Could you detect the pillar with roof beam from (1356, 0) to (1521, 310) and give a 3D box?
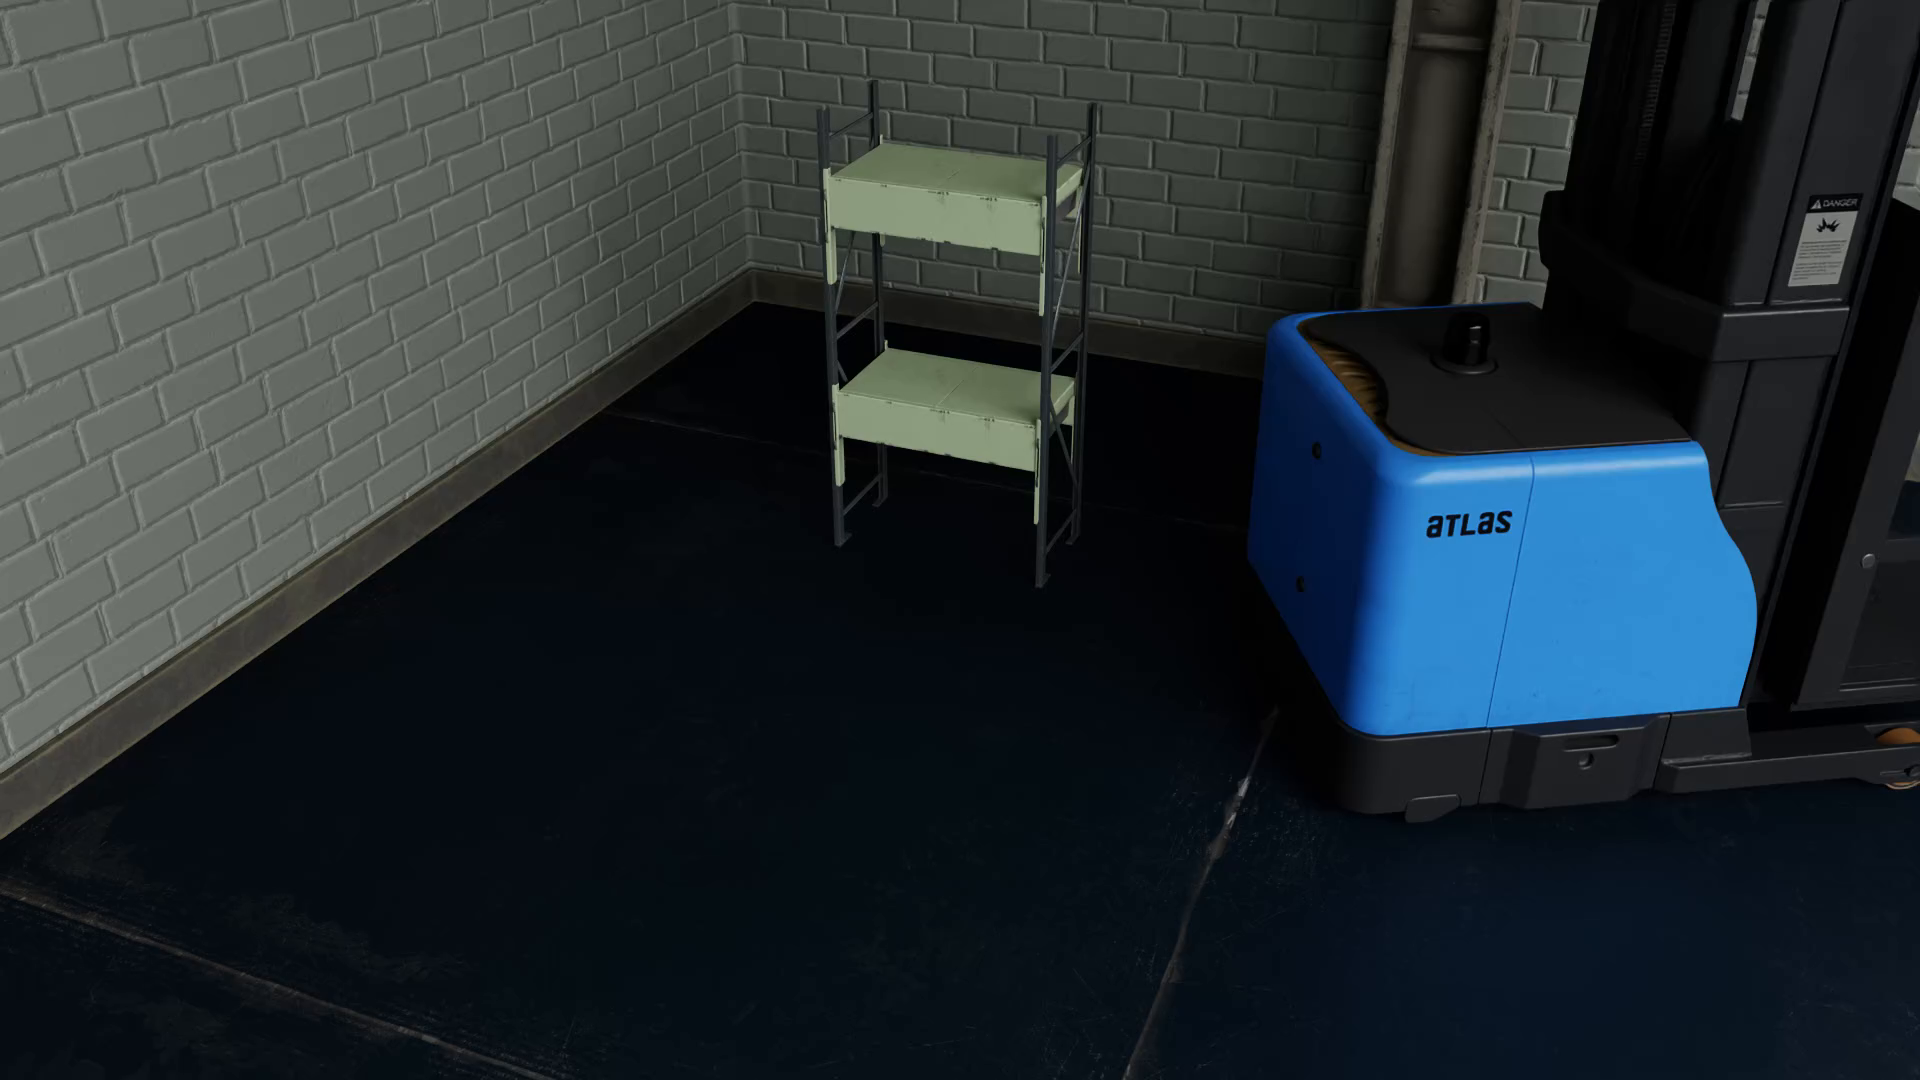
[{"bbox_3d":[0.137,-2.460,0.956,0.400,9.000,9.100,11,31,19],"label":"pillar with roof beam"}]

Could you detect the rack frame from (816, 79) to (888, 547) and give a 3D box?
[{"bbox_3d":[-0.345,-0.722,5.503,0.023,1.500,0.400,11,31,19],"label":"rack frame"}]

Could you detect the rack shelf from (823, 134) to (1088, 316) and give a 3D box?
[{"bbox_3d":[-0.006,-0.994,5.191,0.720,0.370,0.431,11,31,19],"label":"rack shelf"}]

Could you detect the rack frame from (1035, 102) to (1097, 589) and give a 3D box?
[{"bbox_3d":[0.333,-0.586,5.263,0.023,1.500,0.400,11,31,19],"label":"rack frame"}]

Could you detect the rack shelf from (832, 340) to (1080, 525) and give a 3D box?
[{"bbox_3d":[-0.006,-0.370,5.544,0.720,0.370,0.431,11,31,19],"label":"rack shelf"}]

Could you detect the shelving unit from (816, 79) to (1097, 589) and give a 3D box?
[{"bbox_3d":[-0.006,-0.654,5.383,0.755,1.500,0.431,11,31,19],"label":"shelving unit"}]

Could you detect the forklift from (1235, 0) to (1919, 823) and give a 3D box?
[{"bbox_3d":[2.412,-0.849,4.274,3.031,2.935,1.130,-4,30,-7],"label":"forklift"}]
